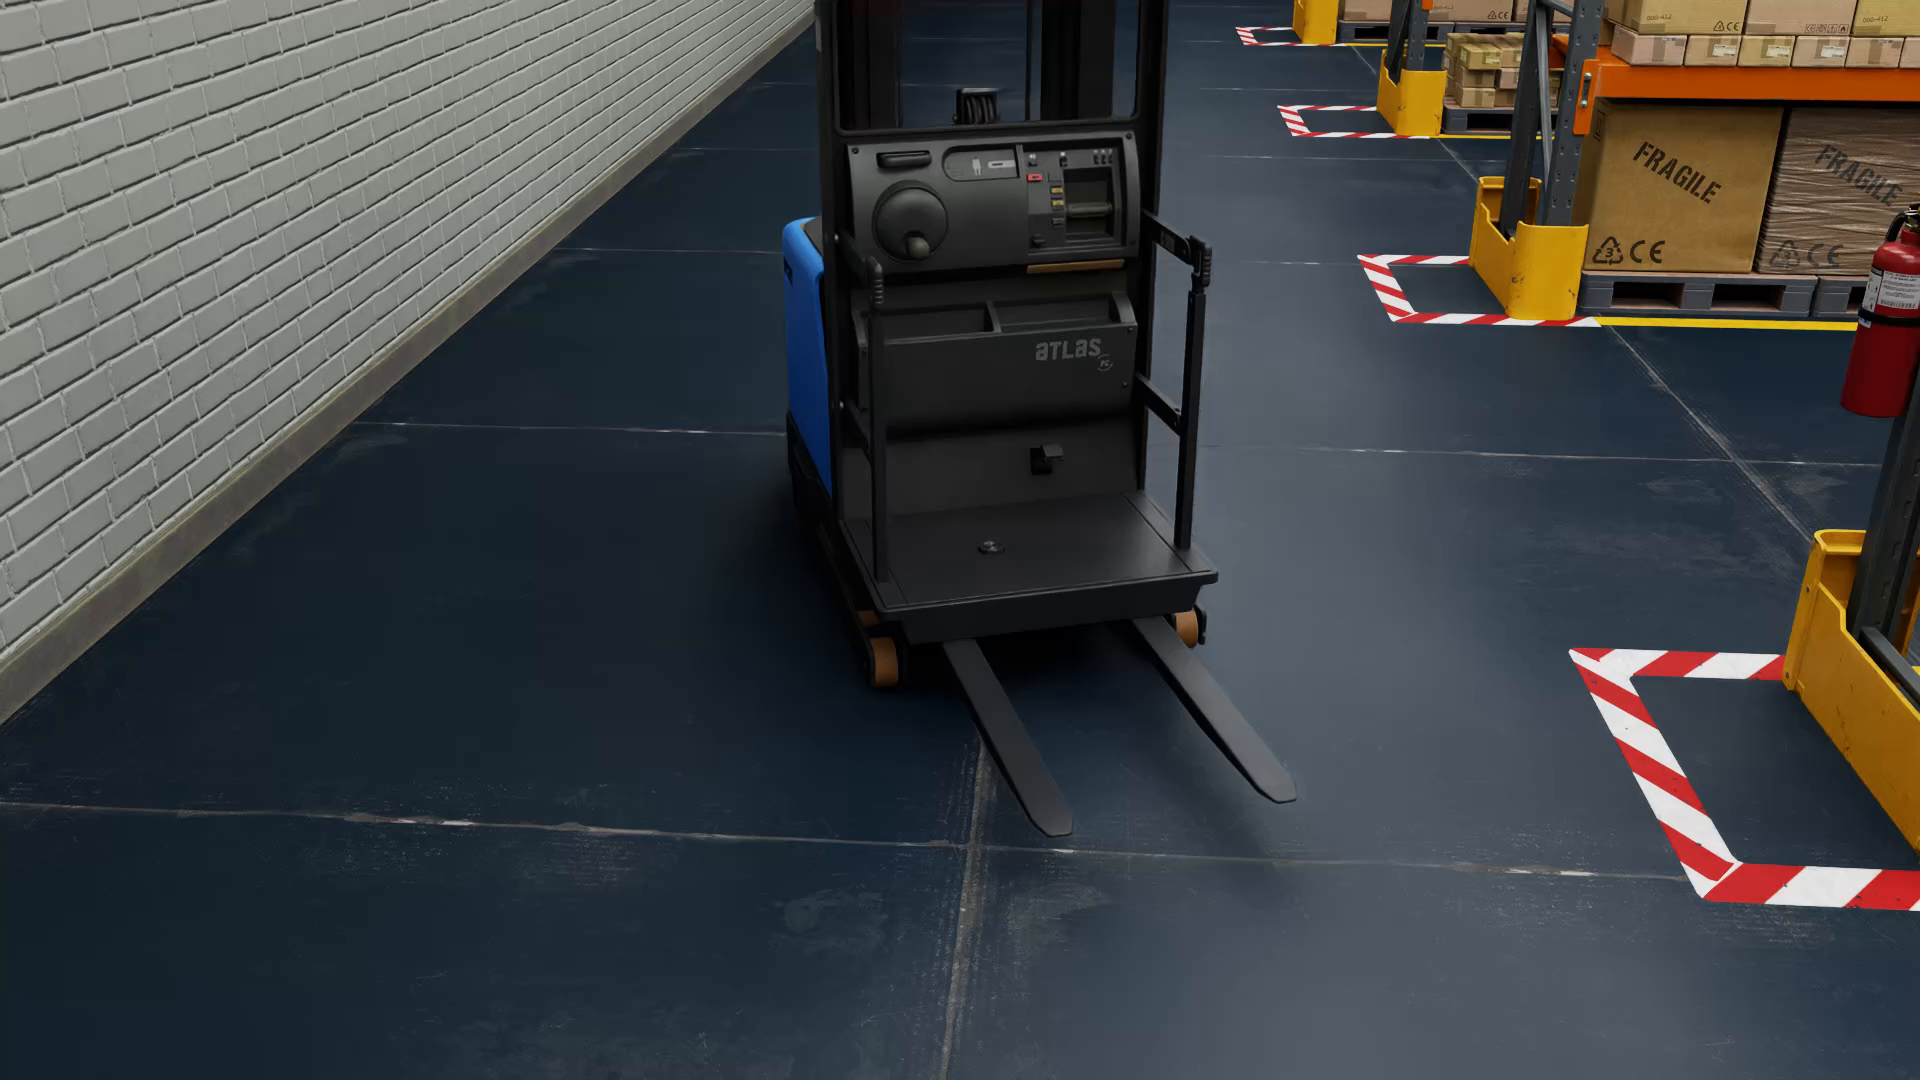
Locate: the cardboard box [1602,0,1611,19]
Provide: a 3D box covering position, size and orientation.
[{"bbox_3d":[3.648,-2.924,8.840,0.500,0.250,0.500,1,25,3],"label":"cardboard box"}]

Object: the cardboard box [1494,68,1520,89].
[{"bbox_3d":[4.396,-3.701,13.257,0.250,0.149,0.380,2,25,4],"label":"cardboard box"}]

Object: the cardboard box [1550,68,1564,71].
[{"bbox_3d":[4.647,-3.814,13.146,0.250,0.149,0.380,2,25,4],"label":"cardboard box"}]

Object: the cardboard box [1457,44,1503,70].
[{"bbox_3d":[4.121,-3.834,13.190,0.250,0.149,0.380,1,25,2],"label":"cardboard box"}]

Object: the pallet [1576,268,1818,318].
[{"bbox_3d":[3.947,-1.502,9.263,1.213,0.211,1.003,2,25,4],"label":"pallet"}]

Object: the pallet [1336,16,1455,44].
[{"bbox_3d":[4.706,-5.633,18.239,1.213,0.211,1.003,2,25,4],"label":"pallet"}]

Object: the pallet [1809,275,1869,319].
[{"bbox_3d":[5.161,-1.462,9.176,1.213,0.211,1.003,2,25,4],"label":"pallet"}]

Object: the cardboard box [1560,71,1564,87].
[{"bbox_3d":[4.894,-3.677,13.204,0.250,0.149,0.380,3,25,6],"label":"cardboard box"}]

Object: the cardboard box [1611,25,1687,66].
[{"bbox_3d":[3.473,-2.499,8.394,0.250,0.149,0.380,2,25,5],"label":"cardboard box"}]

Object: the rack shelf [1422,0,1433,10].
[{"bbox_3d":[5.619,-4.435,13.161,4.000,0.370,1.077,2,25,4],"label":"rack shelf"}]

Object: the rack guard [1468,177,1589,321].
[{"bbox_3d":[3.120,-1.627,9.189,0.348,0.500,1.175,2,25,4],"label":"rack guard"}]

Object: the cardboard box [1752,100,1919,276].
[{"bbox_3d":[4.696,-1.972,8.986,0.875,0.875,0.875,2,25,4],"label":"cardboard box"}]

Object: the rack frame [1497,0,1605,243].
[{"bbox_3d":[3.144,-2.762,8.665,0.127,3.000,1.000,2,25,4],"label":"rack frame"}]

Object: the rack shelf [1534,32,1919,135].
[{"bbox_3d":[5.138,-2.371,8.676,4.000,0.370,1.077,2,25,4],"label":"rack shelf"}]

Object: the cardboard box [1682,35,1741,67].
[{"bbox_3d":[3.729,-2.492,8.377,0.250,0.149,0.380,1,25,3],"label":"cardboard box"}]

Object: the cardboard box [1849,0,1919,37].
[{"bbox_3d":[4.622,-2.670,8.288,0.500,0.250,0.500,1,25,2],"label":"cardboard box"}]

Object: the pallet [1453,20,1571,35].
[{"bbox_3d":[5.919,-5.593,18.152,1.213,0.211,1.003,2,25,4],"label":"pallet"}]

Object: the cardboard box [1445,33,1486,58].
[{"bbox_3d":[4.172,-4.081,13.727,0.250,0.149,0.380,2,25,5],"label":"cardboard box"}]

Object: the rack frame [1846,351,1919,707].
[{"bbox_3d":[2.765,-0.698,4.178,0.127,3.000,1.000,2,25,4],"label":"rack frame"}]

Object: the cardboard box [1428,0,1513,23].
[{"bbox_3d":[5.482,-5.914,18.077,0.875,0.438,0.875,2,25,5],"label":"cardboard box"}]

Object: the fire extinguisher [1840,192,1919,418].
[{"bbox_3d":[2.649,-0.688,4.695,0.183,0.674,0.296,2,25,4],"label":"fire extinguisher"}]

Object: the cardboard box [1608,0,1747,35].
[{"bbox_3d":[3.602,-2.701,8.356,0.500,0.250,0.500,1,25,3],"label":"cardboard box"}]

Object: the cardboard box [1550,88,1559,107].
[{"bbox_3d":[4.638,-3.592,13.377,0.250,0.149,0.380,2,25,5],"label":"cardboard box"}]

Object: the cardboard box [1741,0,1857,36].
[{"bbox_3d":[4.121,-2.687,8.326,0.500,0.250,0.500,2,25,3],"label":"cardboard box"}]

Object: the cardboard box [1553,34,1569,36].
[{"bbox_3d":[4.939,-4.059,13.679,0.250,0.149,0.380,1,25,2],"label":"cardboard box"}]

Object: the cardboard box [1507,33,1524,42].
[{"bbox_3d":[4.686,-4.094,13.754,0.250,0.149,0.380,1,25,3],"label":"cardboard box"}]

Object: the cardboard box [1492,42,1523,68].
[{"bbox_3d":[4.405,-3.875,13.280,0.250,0.149,0.380,2,25,5],"label":"cardboard box"}]

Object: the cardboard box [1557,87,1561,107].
[{"bbox_3d":[4.884,-3.539,13.260,0.250,0.149,0.380,2,25,5],"label":"cardboard box"}]

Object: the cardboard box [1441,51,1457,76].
[{"bbox_3d":[4.173,-3.959,13.818,0.250,0.149,0.380,1,25,3],"label":"cardboard box"}]

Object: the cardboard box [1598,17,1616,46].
[{"bbox_3d":[3.524,-2.774,8.991,0.250,0.149,0.380,2,25,5],"label":"cardboard box"}]

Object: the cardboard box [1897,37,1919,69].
[{"bbox_3d":[4.755,-2.459,8.306,0.250,0.149,0.380,2,25,3],"label":"cardboard box"}]

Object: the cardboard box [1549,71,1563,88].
[{"bbox_3d":[4.647,-3.730,13.320,0.250,0.149,0.380,2,25,5],"label":"cardboard box"}]

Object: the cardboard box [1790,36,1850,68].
[{"bbox_3d":[4.244,-2.476,8.342,0.250,0.149,0.380,1,25,3],"label":"cardboard box"}]

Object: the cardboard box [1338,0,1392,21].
[{"bbox_3d":[4.569,-5.940,18.133,0.875,0.438,0.875,1,25,2],"label":"cardboard box"}]

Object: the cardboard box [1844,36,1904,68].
[{"bbox_3d":[4.498,-2.467,8.324,0.250,0.149,0.380,1,25,3],"label":"cardboard box"}]

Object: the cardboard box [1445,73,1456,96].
[{"bbox_3d":[4.165,-3.792,13.811,0.250,0.149,0.380,2,25,5],"label":"cardboard box"}]

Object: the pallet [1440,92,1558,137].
[{"bbox_3d":[4.508,-3.516,13.639,1.213,0.211,1.003,2,25,4],"label":"pallet"}]

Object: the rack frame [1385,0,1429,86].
[{"bbox_3d":[3.625,-4.826,13.150,0.127,3.000,1.000,2,25,4],"label":"rack frame"}]

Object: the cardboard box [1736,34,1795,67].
[{"bbox_3d":[3.984,-2.484,8.360,0.250,0.149,0.380,1,25,3],"label":"cardboard box"}]

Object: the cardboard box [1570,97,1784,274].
[{"bbox_3d":[3.788,-2.001,9.049,0.875,0.875,0.875,2,25,4],"label":"cardboard box"}]

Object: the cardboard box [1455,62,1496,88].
[{"bbox_3d":[4.127,-3.733,13.327,0.250,0.149,0.380,3,25,6],"label":"cardboard box"}]

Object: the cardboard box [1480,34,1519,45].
[{"bbox_3d":[4.418,-4.049,13.657,0.250,0.149,0.380,2,25,5],"label":"cardboard box"}]

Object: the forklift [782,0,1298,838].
[{"bbox_3d":[0.169,-1.042,5.008,1.130,2.935,3.031,-6,25,-13],"label":"forklift"}]

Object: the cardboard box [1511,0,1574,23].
[{"bbox_3d":[6.381,-5.885,18.013,0.875,0.438,0.875,1,25,2],"label":"cardboard box"}]

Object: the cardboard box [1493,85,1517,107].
[{"bbox_3d":[4.390,-3.598,13.388,0.250,0.149,0.380,2,25,4],"label":"cardboard box"}]

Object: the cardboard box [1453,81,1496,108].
[{"bbox_3d":[4.123,-3.572,13.332,0.250,0.149,0.380,2,25,5],"label":"cardboard box"}]

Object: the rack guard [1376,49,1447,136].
[{"bbox_3d":[3.700,-3.688,13.667,0.348,0.500,1.175,2,25,4],"label":"rack guard"}]

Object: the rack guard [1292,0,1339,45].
[{"bbox_3d":[3.879,-5.758,18.165,0.348,0.500,1.175,2,25,4],"label":"rack guard"}]

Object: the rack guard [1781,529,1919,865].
[{"bbox_3d":[2.740,0.442,4.691,0.348,0.500,1.175,2,25,4],"label":"rack guard"}]
